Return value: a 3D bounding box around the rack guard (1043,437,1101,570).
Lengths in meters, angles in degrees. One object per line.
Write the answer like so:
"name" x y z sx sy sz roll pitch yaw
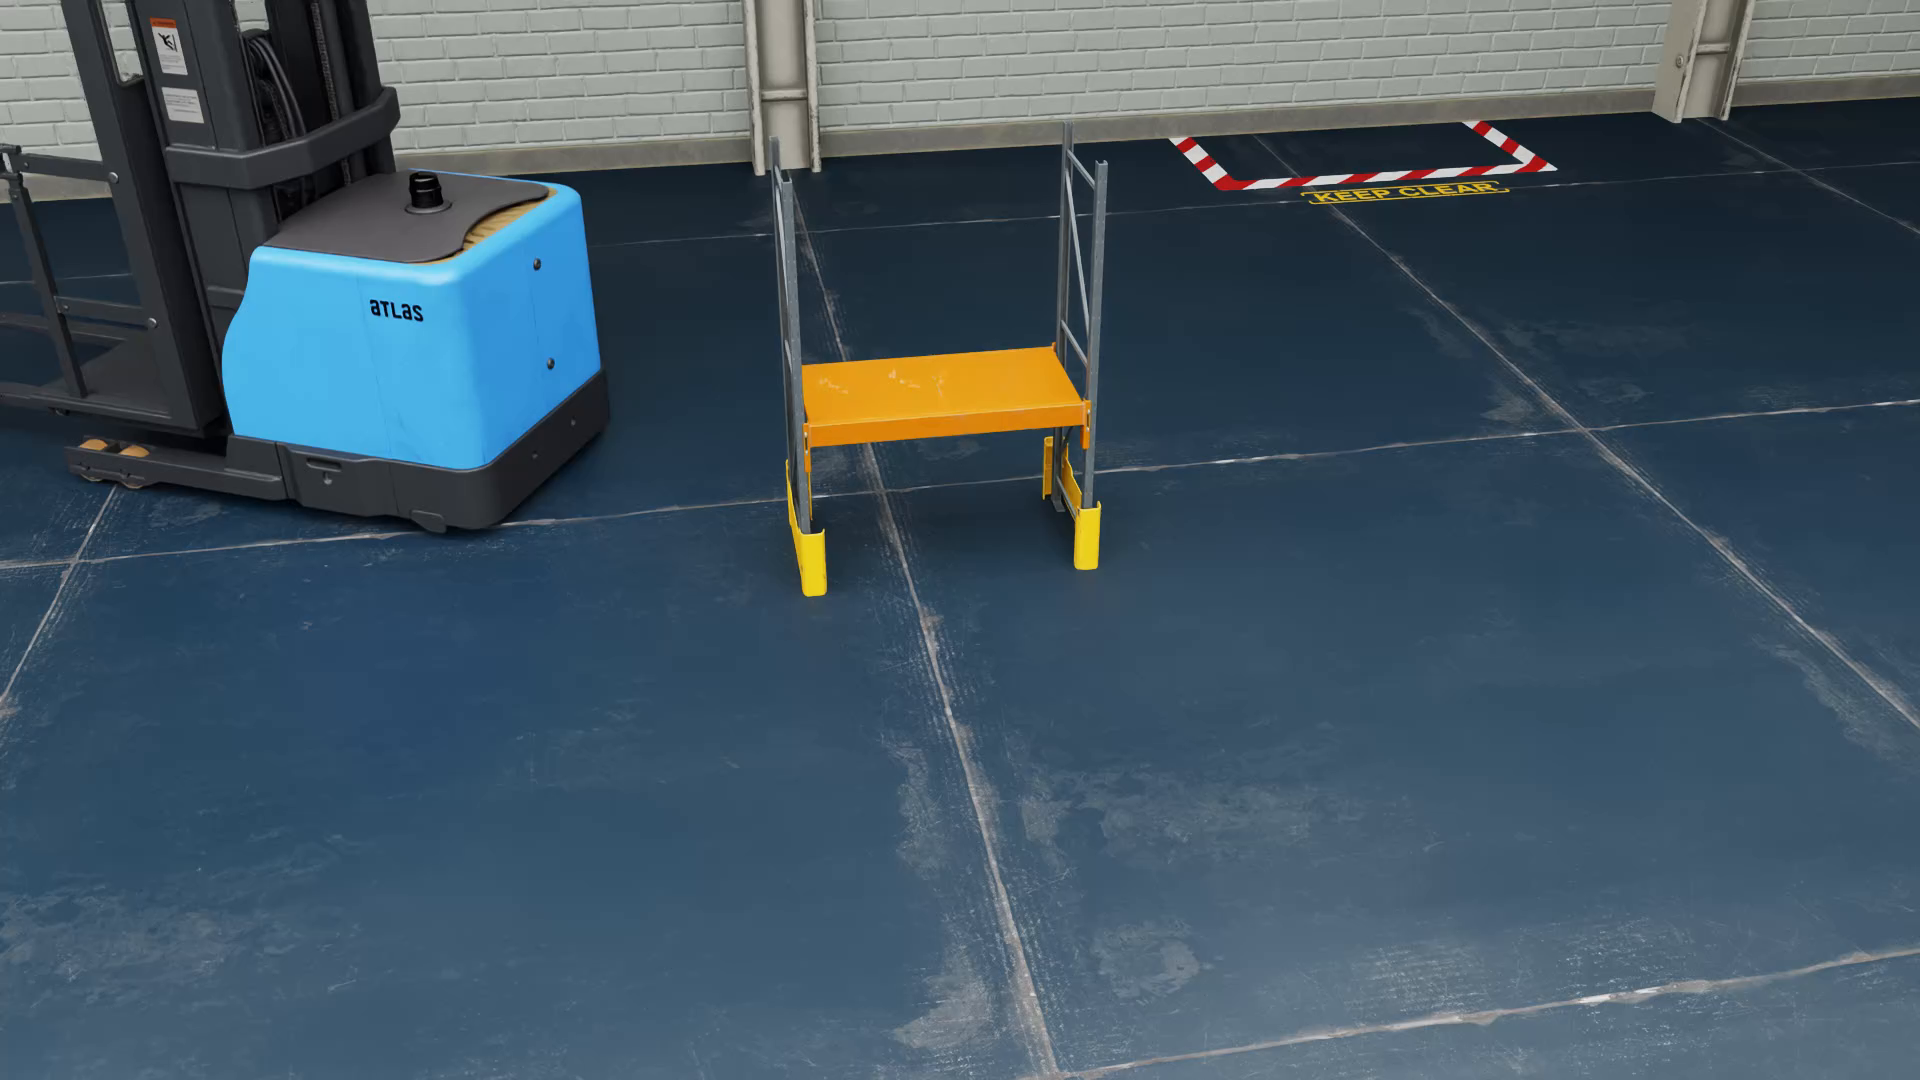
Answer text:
"rack guard" 0.415 -0.146 6.252 0.087 0.250 0.587 -5 31 -9

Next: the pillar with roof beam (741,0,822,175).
"pillar with roof beam" -0.282 -4.013 4.197 0.400 9.000 9.100 -5 31 -9

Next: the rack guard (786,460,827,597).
"rack guard" -0.565 -0.055 6.097 0.087 0.250 0.587 -5 31 -9

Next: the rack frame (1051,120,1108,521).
"rack frame" 0.416 -0.685 5.936 0.032 1.500 0.500 -5 31 -9

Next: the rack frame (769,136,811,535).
"rack frame" -0.584 -0.592 5.778 0.032 1.500 0.500 -5 31 -9

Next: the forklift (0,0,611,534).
"forklift" -3.038 -1.712 6.269 3.031 2.935 1.130 9 32 15

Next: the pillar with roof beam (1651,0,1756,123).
"pillar with roof beam" 5.620 -4.561 5.128 0.400 9.000 9.100 -5 31 -9

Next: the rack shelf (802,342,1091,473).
"rack shelf" -0.084 -0.484 5.948 1.000 0.185 0.538 -5 31 -9

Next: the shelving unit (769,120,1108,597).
"shelving unit" -0.075 -0.640 5.858 1.083 1.500 0.587 -5 31 -9
